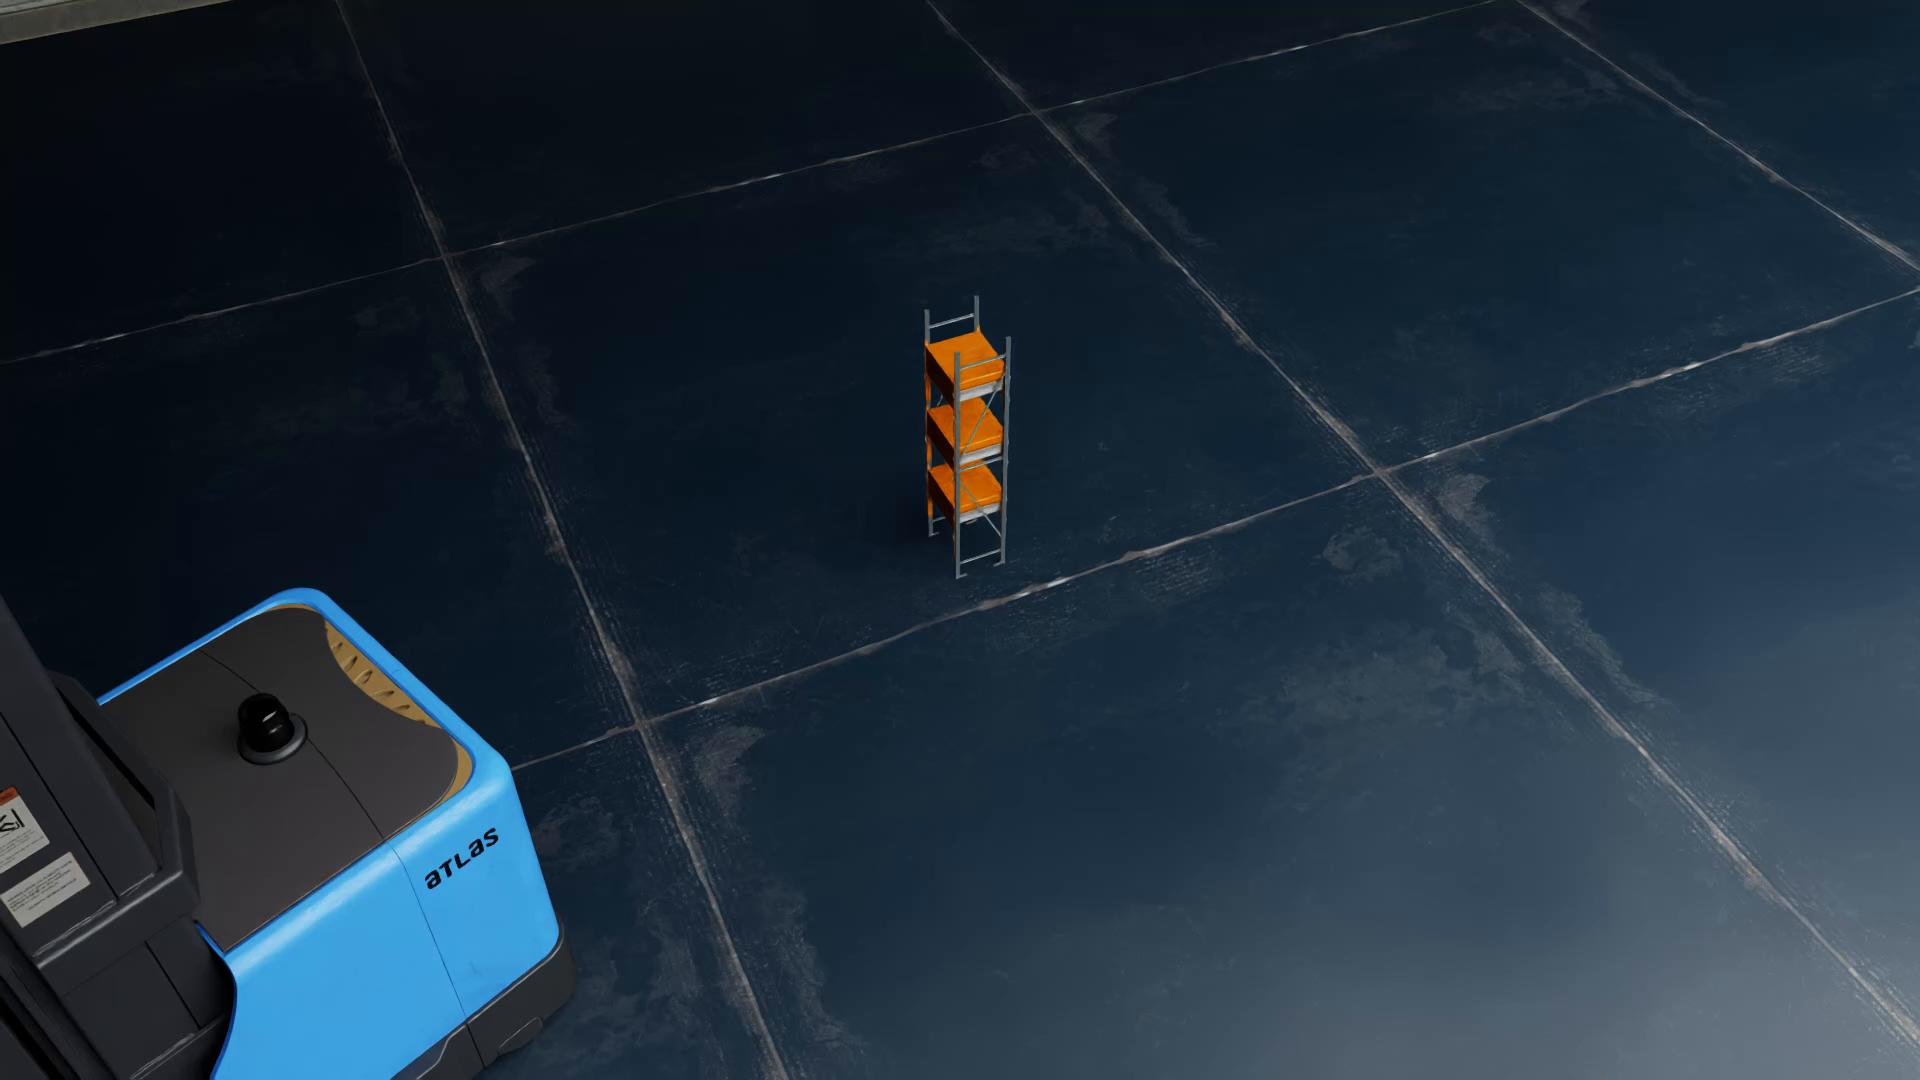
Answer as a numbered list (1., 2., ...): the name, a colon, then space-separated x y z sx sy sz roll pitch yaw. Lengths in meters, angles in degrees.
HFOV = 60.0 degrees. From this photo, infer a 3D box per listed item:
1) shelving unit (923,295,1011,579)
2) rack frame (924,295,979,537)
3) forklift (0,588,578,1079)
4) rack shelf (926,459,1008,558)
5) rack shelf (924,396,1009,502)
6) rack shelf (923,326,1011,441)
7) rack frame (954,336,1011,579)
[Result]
1. shelving unit: 0.022 -0.340 5.847 0.215 1.050 0.252 -18 47 -17
2. rack frame: -0.029 -0.417 5.925 0.200 1.050 0.008 -18 47 -17
3. forklift: -2.491 0.812 3.340 1.130 2.935 3.031 34 54 29
4. rack shelf: 0.022 -0.134 6.049 0.215 0.259 0.240 -18 47 -17
5. rack shelf: 0.022 -0.332 5.854 0.215 0.259 0.240 -18 47 -17
6. rack shelf: 0.022 -0.534 5.655 0.215 0.259 0.240 -18 47 -17
7. rack frame: 0.074 -0.262 5.768 0.200 1.050 0.008 -18 47 -17
